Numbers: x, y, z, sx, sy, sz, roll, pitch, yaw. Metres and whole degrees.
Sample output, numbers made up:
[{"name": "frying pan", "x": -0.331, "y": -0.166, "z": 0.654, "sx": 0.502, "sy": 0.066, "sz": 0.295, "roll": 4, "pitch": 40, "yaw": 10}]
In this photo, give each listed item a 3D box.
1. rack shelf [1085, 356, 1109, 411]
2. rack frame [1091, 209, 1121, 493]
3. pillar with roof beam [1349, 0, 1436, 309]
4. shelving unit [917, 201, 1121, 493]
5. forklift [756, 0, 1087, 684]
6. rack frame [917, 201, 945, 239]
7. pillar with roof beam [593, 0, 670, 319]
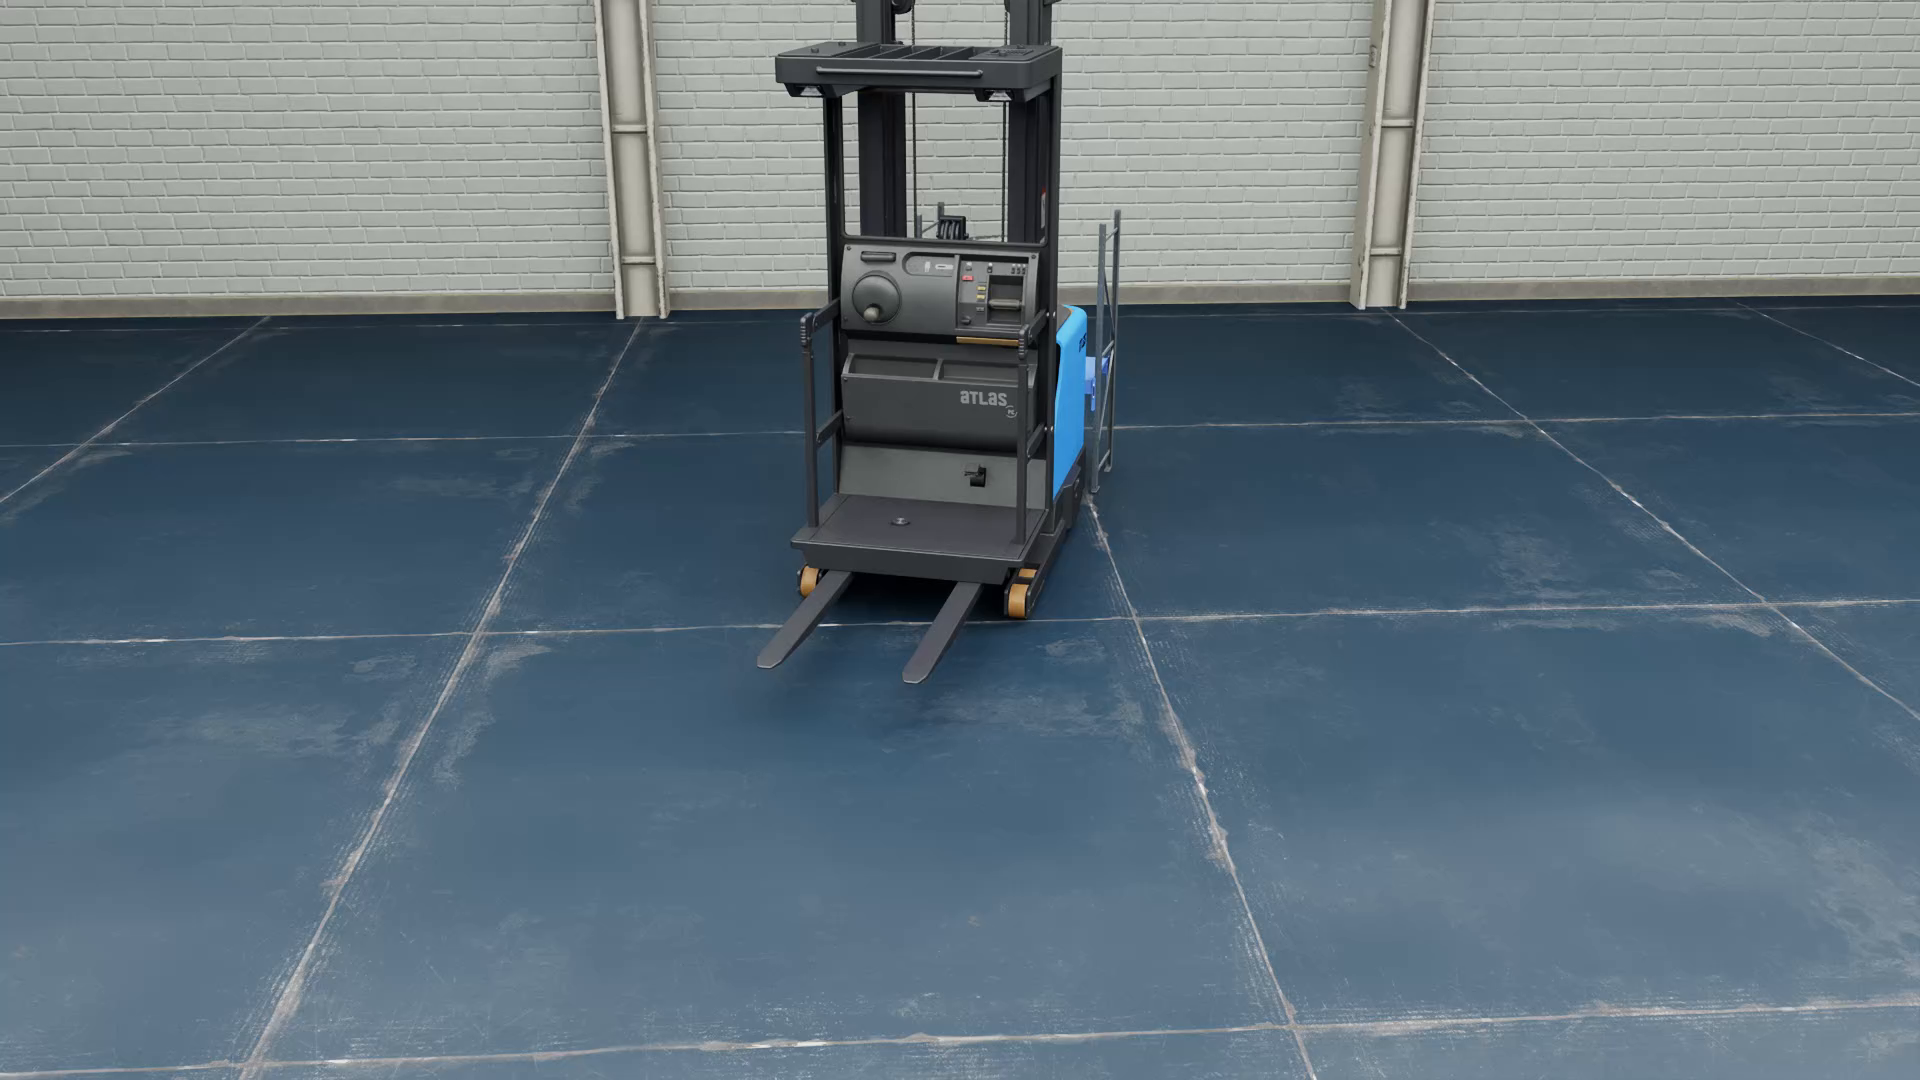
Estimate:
[{"name": "rack shelf", "x": 0.322, "y": -0.928, "z": 9.450, "sx": 1.000, "sy": 0.185, "sz": 0.538, "roll": 5, "pitch": 21, "yaw": 14}, {"name": "rack frame", "x": 0.814, "y": -1.049, "z": 9.263, "sx": 0.032, "sy": 1.500, "sz": 0.500, "roll": 5, "pitch": 21, "yaw": 14}, {"name": "pillar with roof beam", "x": 3.687, "y": -4.619, "z": 8.107, "sx": 0.400, "sy": 9.000, "sz": 9.100, "roll": -1, "pitch": 21, "yaw": -3}, {"name": "shelving unit", "x": 0.323, "y": -1.096, "z": 9.387, "sx": 1.048, "sy": 1.500, "sz": 0.538, "roll": 5, "pitch": 21, "yaw": 14}, {"name": "forklift", "x": -0.144, "y": -1.151, "z": 7.526, "sx": 1.130, "sy": 2.935, "sz": 3.031, "roll": 5, "pitch": 21, "yaw": 12}, {"name": "rack frame", "x": -0.168, "y": -1.143, "z": 9.511, "sx": 0.032, "sy": 1.500, "sz": 0.500, "roll": 5, "pitch": 21, "yaw": 14}, {"name": "pillar with roof beam", "x": -2.303, "y": -4.497, "z": 7.787, "sx": 0.400, "sy": 9.000, "sz": 9.100, "roll": -1, "pitch": 21, "yaw": -3}]
